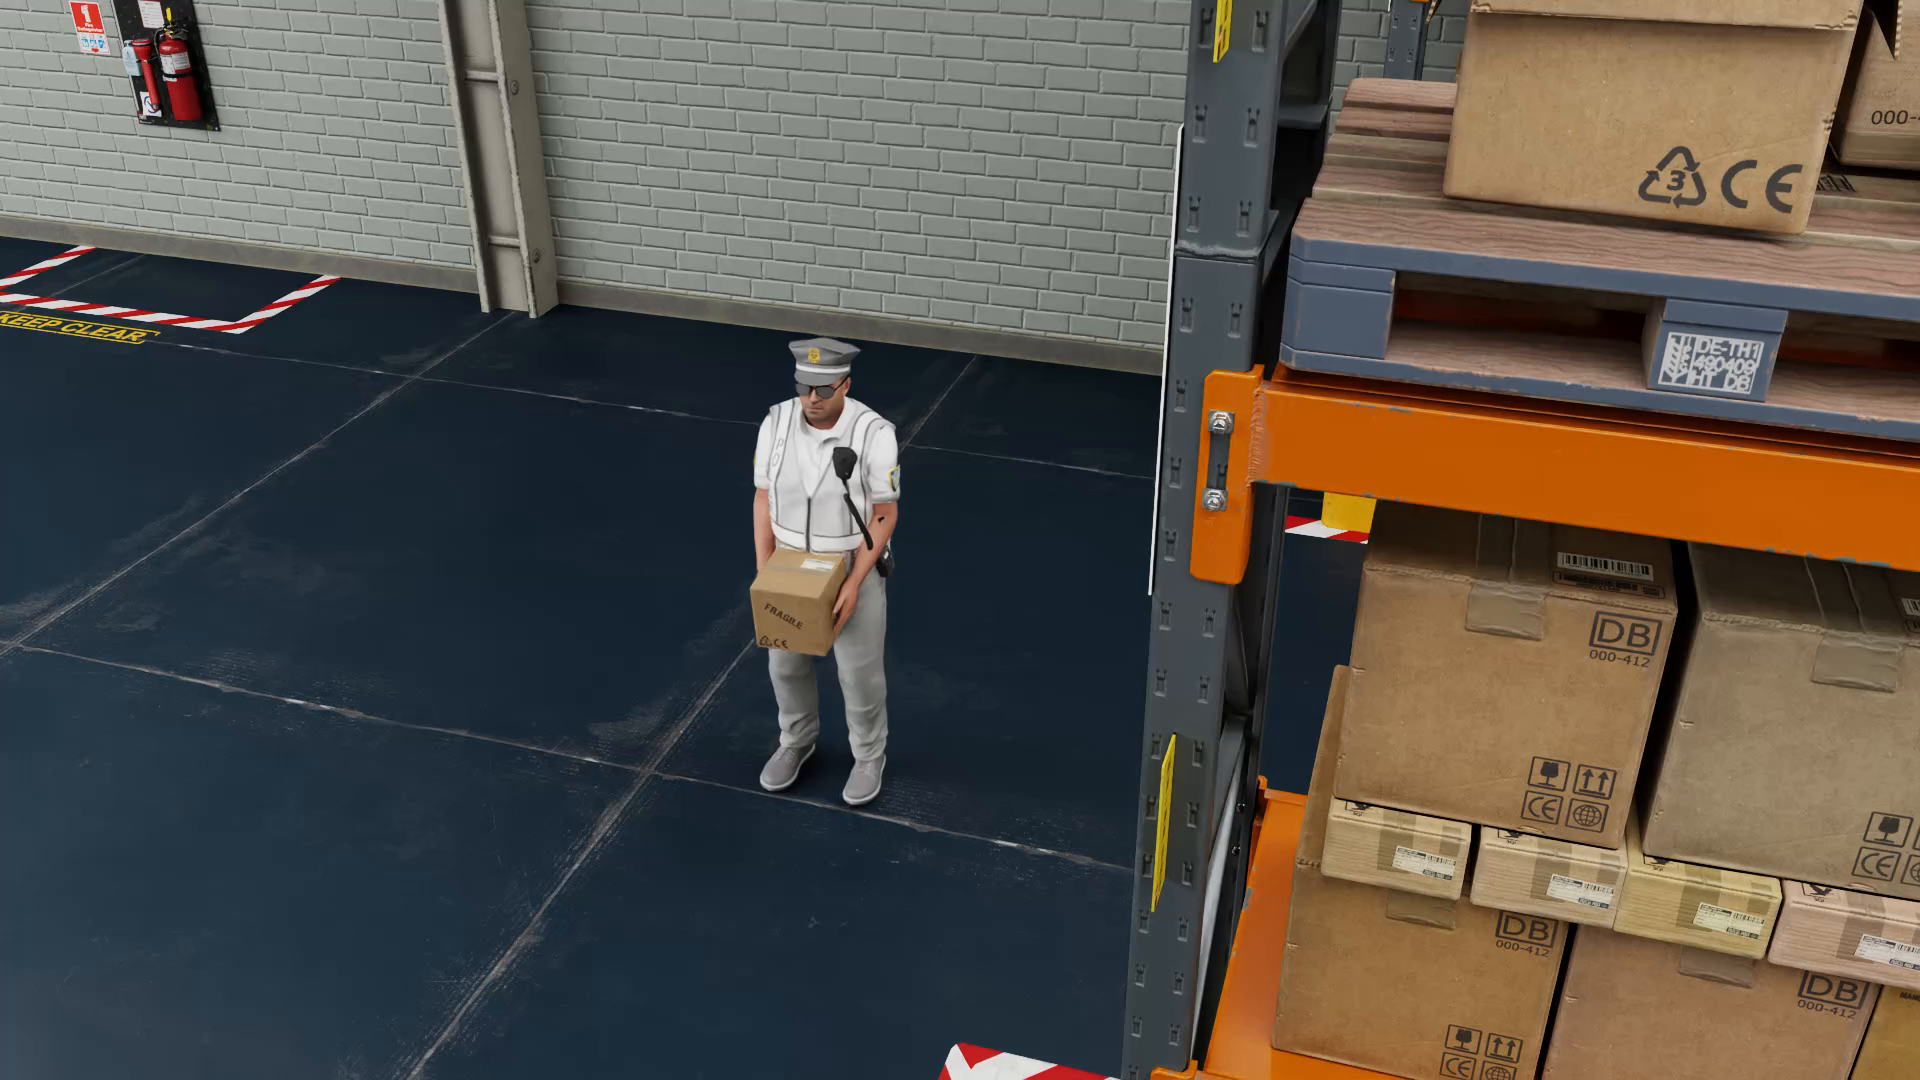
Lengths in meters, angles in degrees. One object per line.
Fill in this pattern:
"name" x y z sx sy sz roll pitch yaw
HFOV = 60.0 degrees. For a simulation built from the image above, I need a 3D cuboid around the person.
"person" -0.481 0.126 5.872 0.530 1.767 0.513 8 30 14
